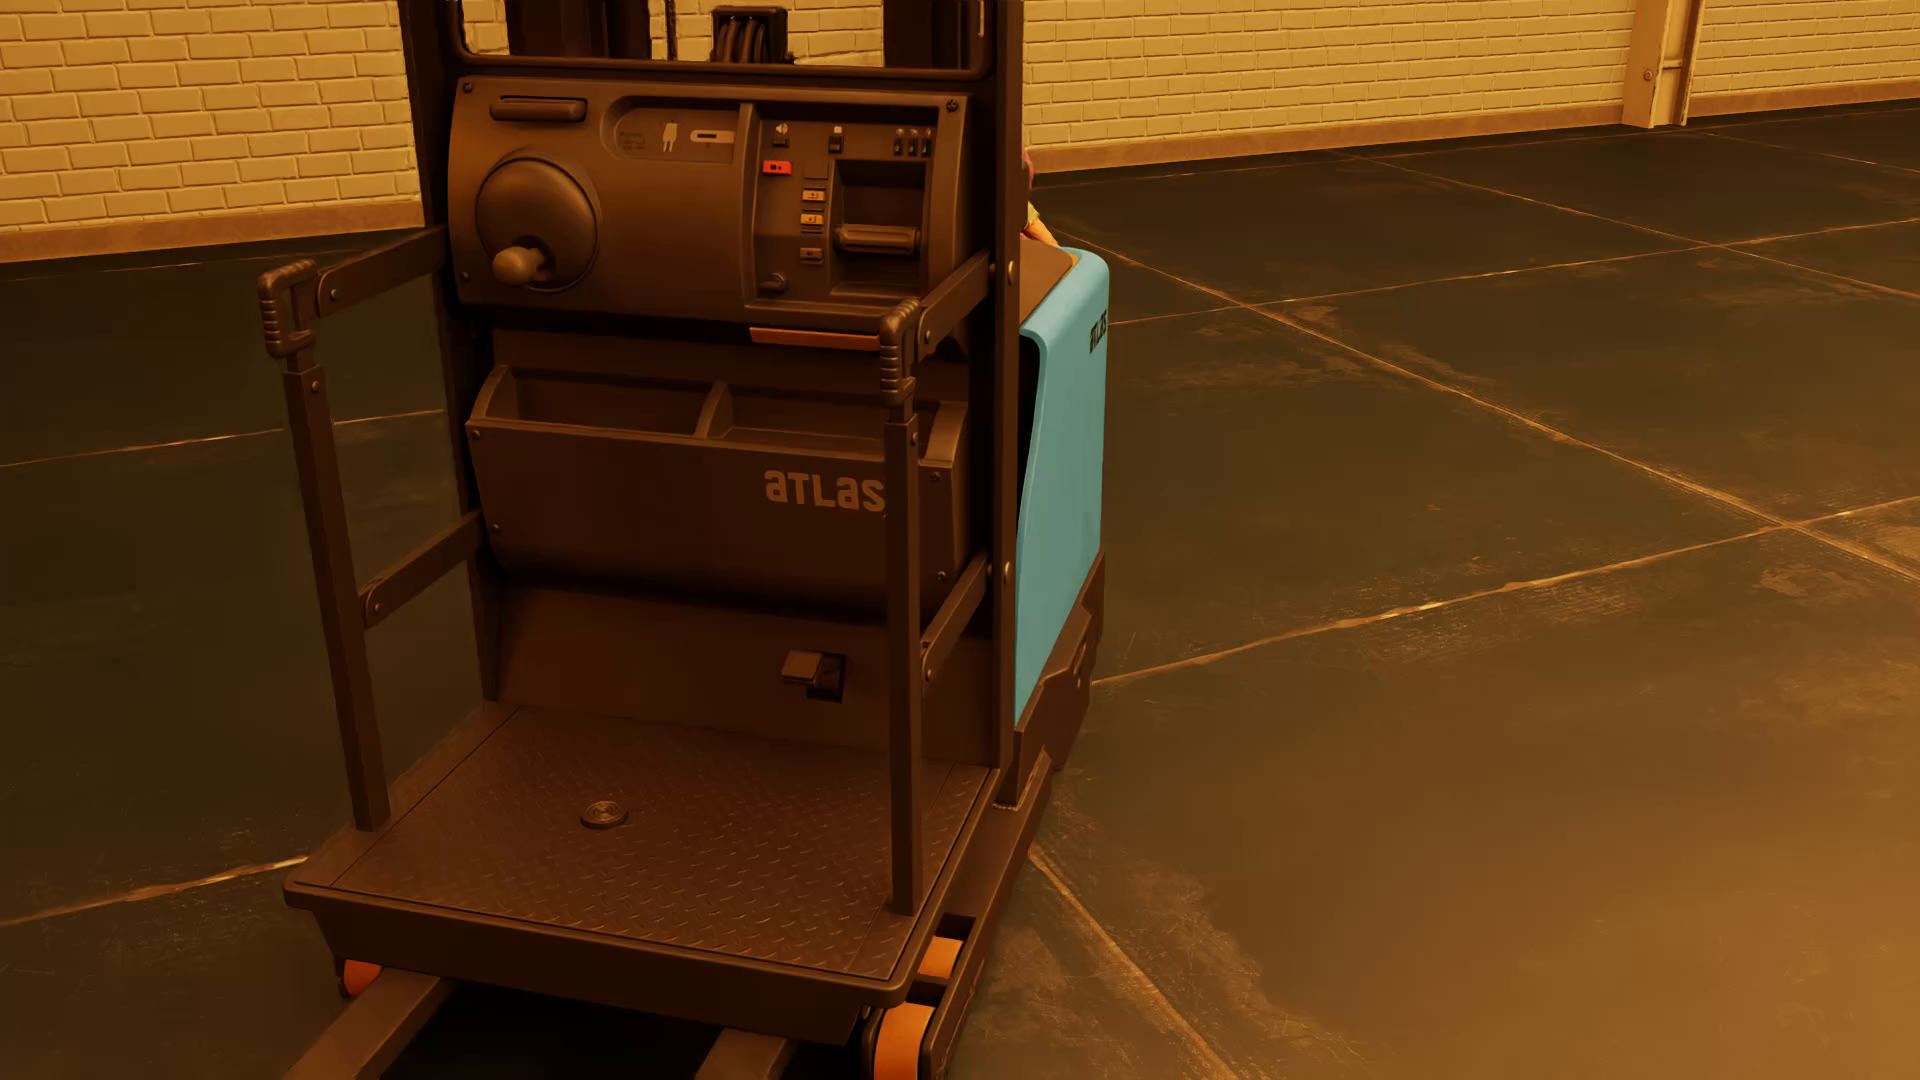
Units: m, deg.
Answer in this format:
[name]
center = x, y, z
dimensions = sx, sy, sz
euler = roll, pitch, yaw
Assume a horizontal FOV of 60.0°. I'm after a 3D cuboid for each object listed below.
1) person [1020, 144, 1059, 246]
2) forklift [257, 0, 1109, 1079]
[person]
center = 0.155, -0.752, 4.939
dimensions = 0.551, 1.564, 0.716
euler = -12, 25, -27
[forklift]
center = -0.497, -0.567, 2.651
dimensions = 1.130, 2.935, 3.031
euler = 6, 23, 14
